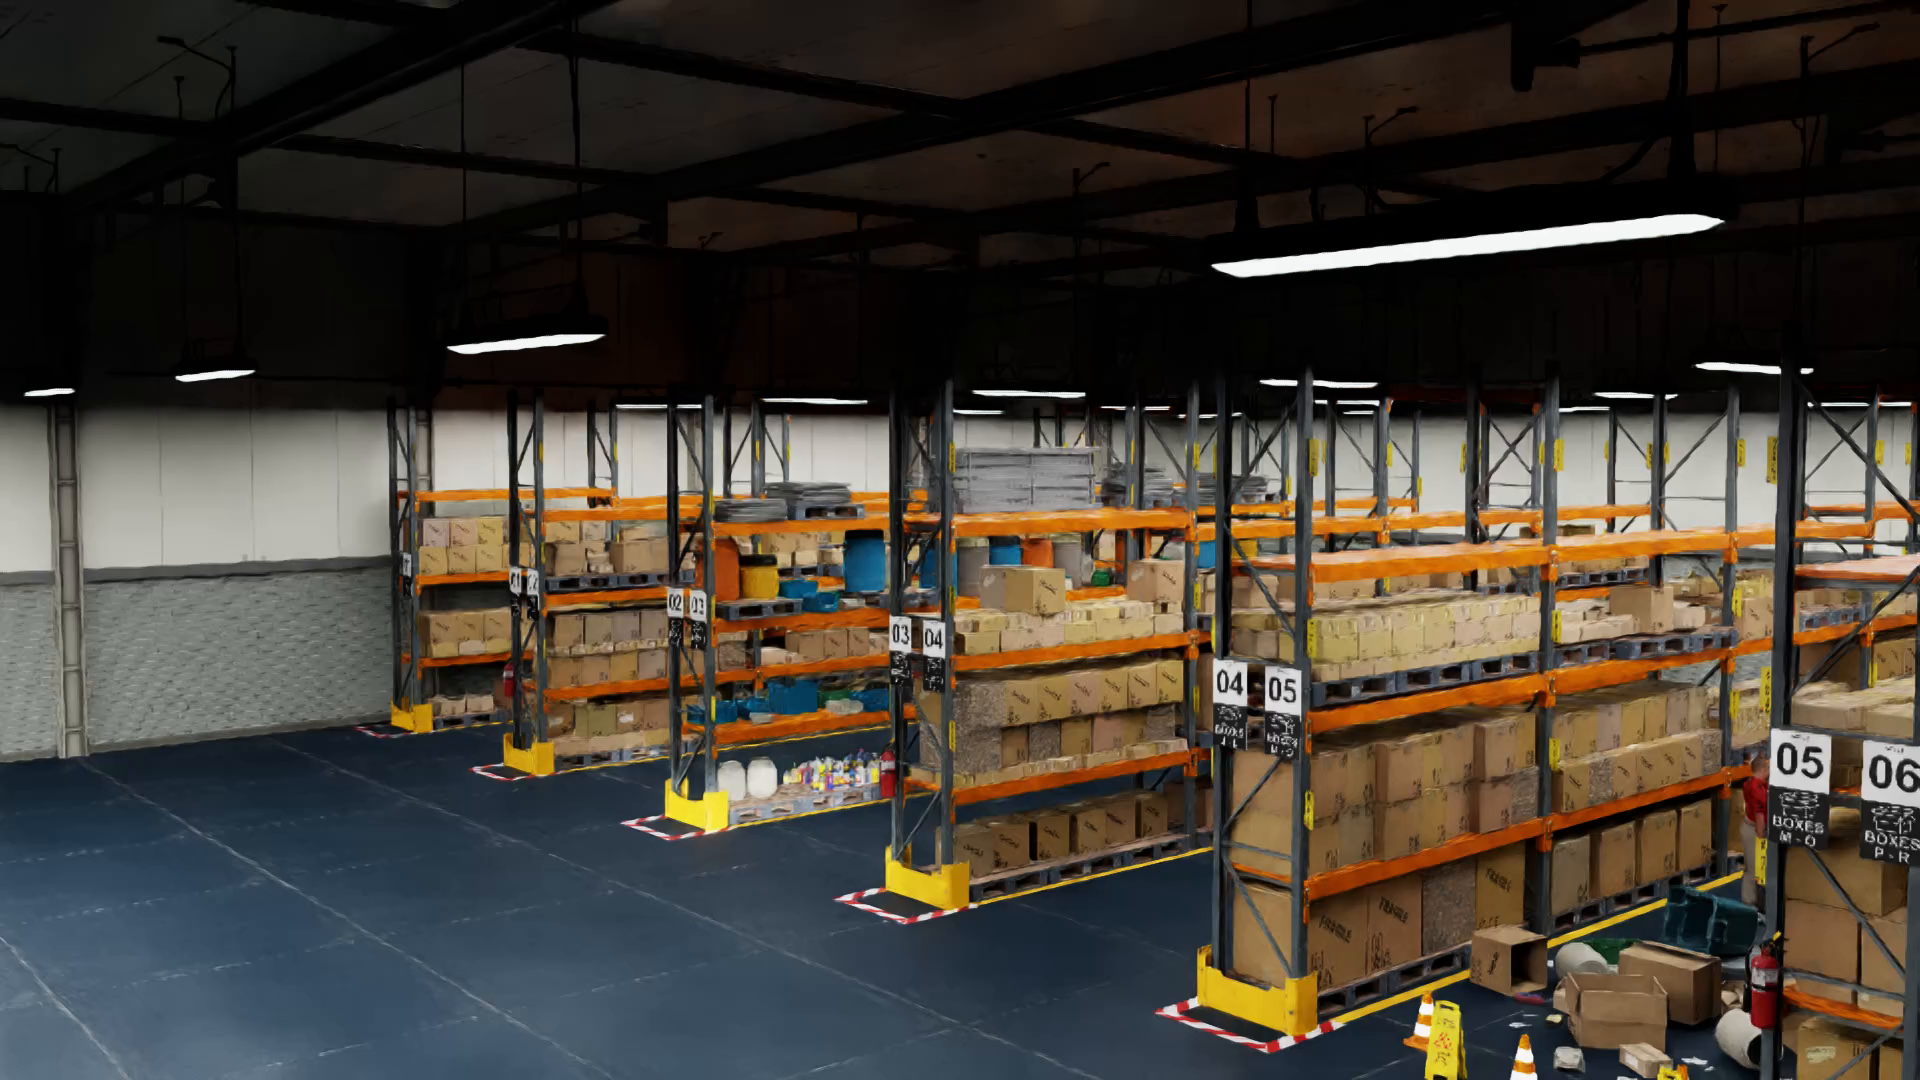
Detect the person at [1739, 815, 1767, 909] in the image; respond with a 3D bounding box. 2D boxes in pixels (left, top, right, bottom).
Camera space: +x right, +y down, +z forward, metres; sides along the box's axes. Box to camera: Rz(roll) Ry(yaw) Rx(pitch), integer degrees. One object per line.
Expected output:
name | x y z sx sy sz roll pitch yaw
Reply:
person | 12.701 3.332 17.413 7.629 1.450 4.608 -1 4 -19
